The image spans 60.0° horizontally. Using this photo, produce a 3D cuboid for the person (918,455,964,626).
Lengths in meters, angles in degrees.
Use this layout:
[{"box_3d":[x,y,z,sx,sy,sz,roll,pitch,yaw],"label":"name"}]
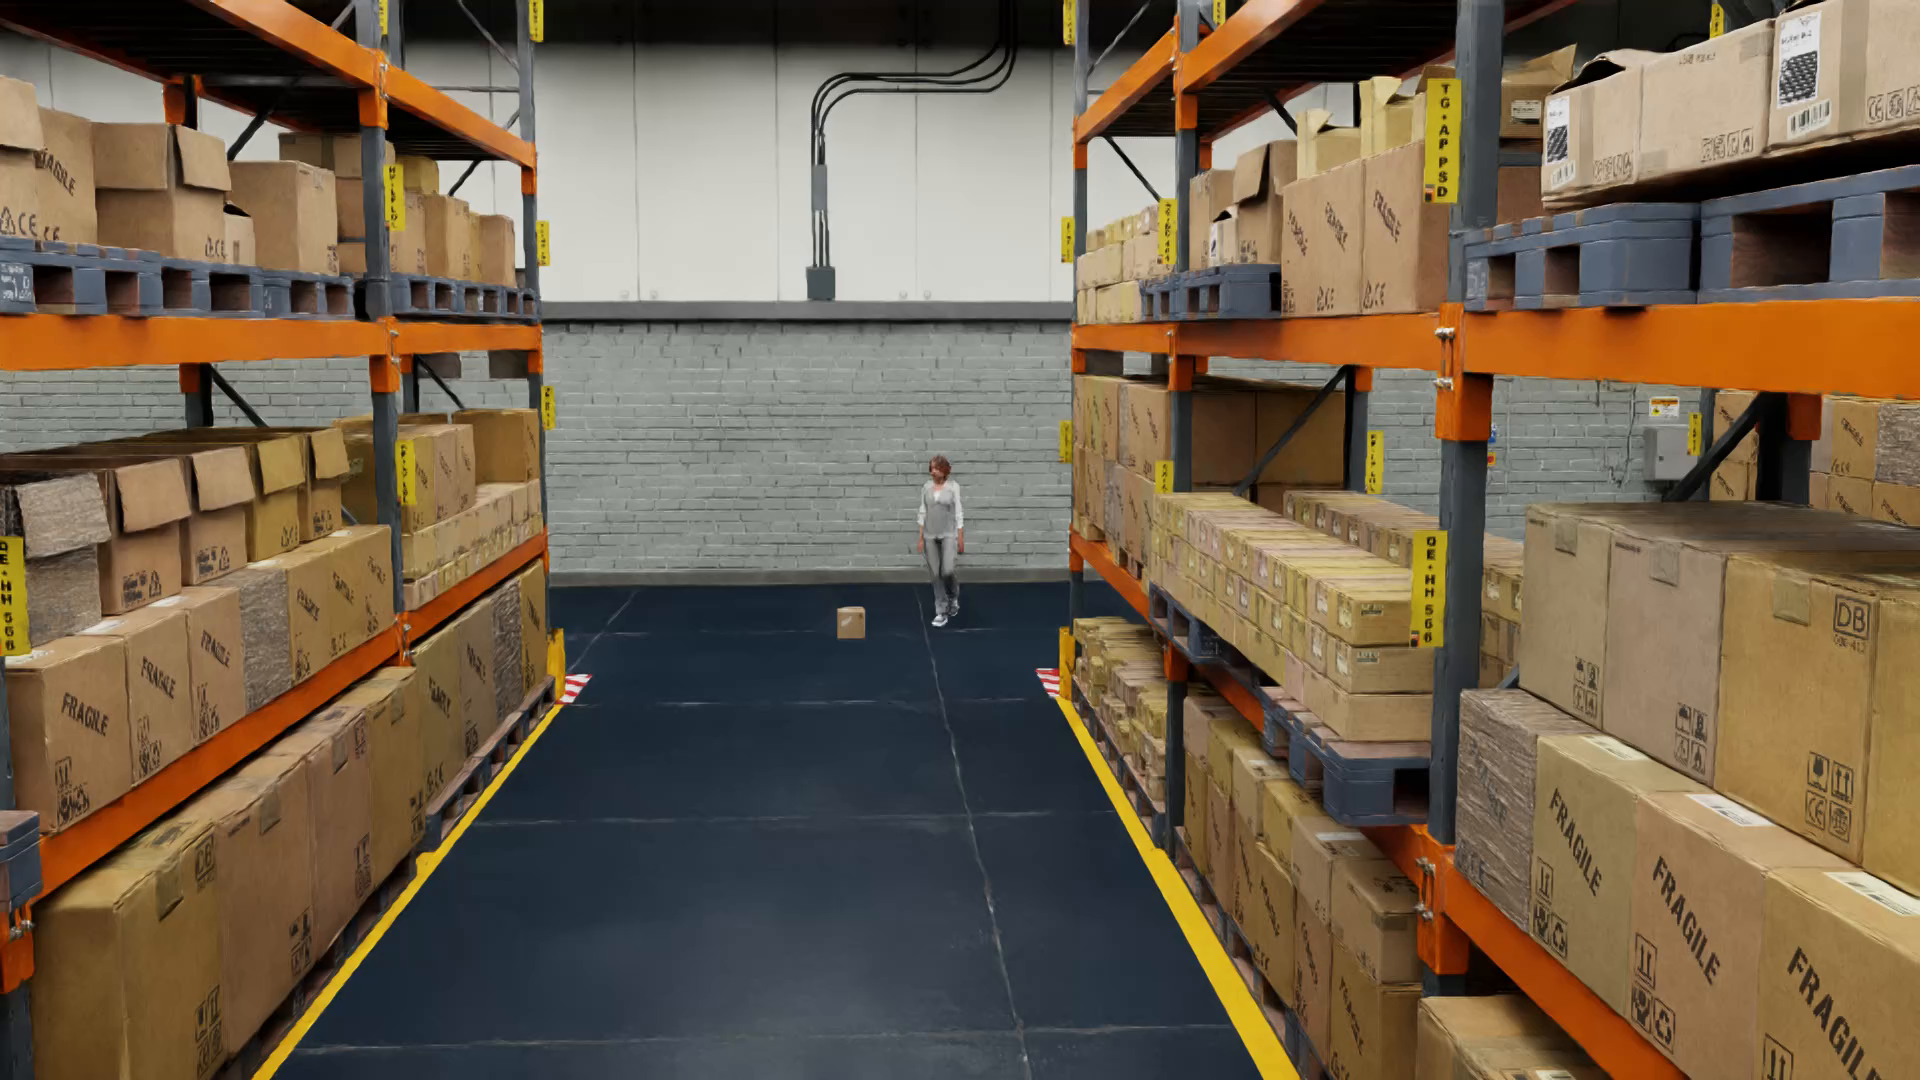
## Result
[{"box_3d":[-0.182,-0.002,15.678,0.449,1.597,0.453,2,7,17],"label":"person"}]
